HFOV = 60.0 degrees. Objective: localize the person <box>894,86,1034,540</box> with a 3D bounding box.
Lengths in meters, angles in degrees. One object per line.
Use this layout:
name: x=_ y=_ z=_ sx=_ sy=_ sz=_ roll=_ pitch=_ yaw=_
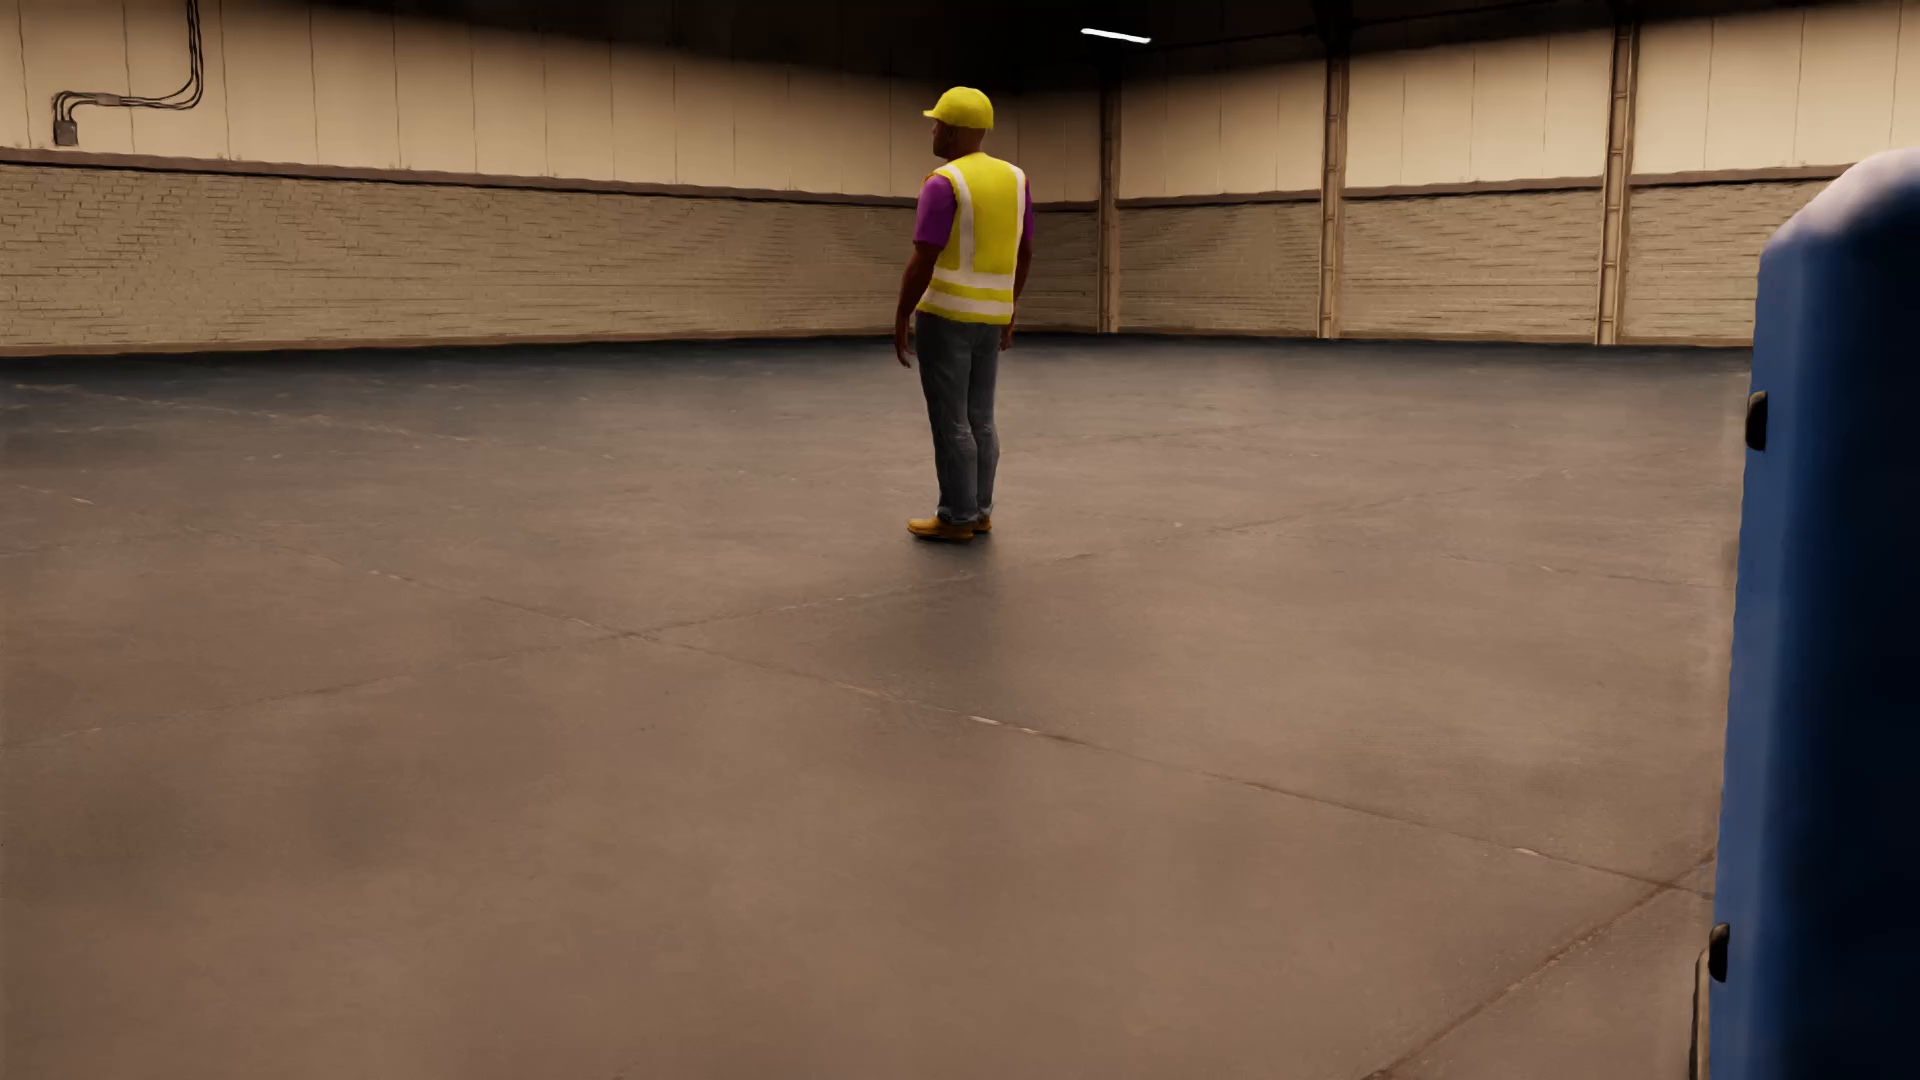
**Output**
person: x=-0.046 y=-0.888 z=6.636 sx=0.576 sy=1.766 sz=0.665 roll=8 pitch=12 yaw=43
